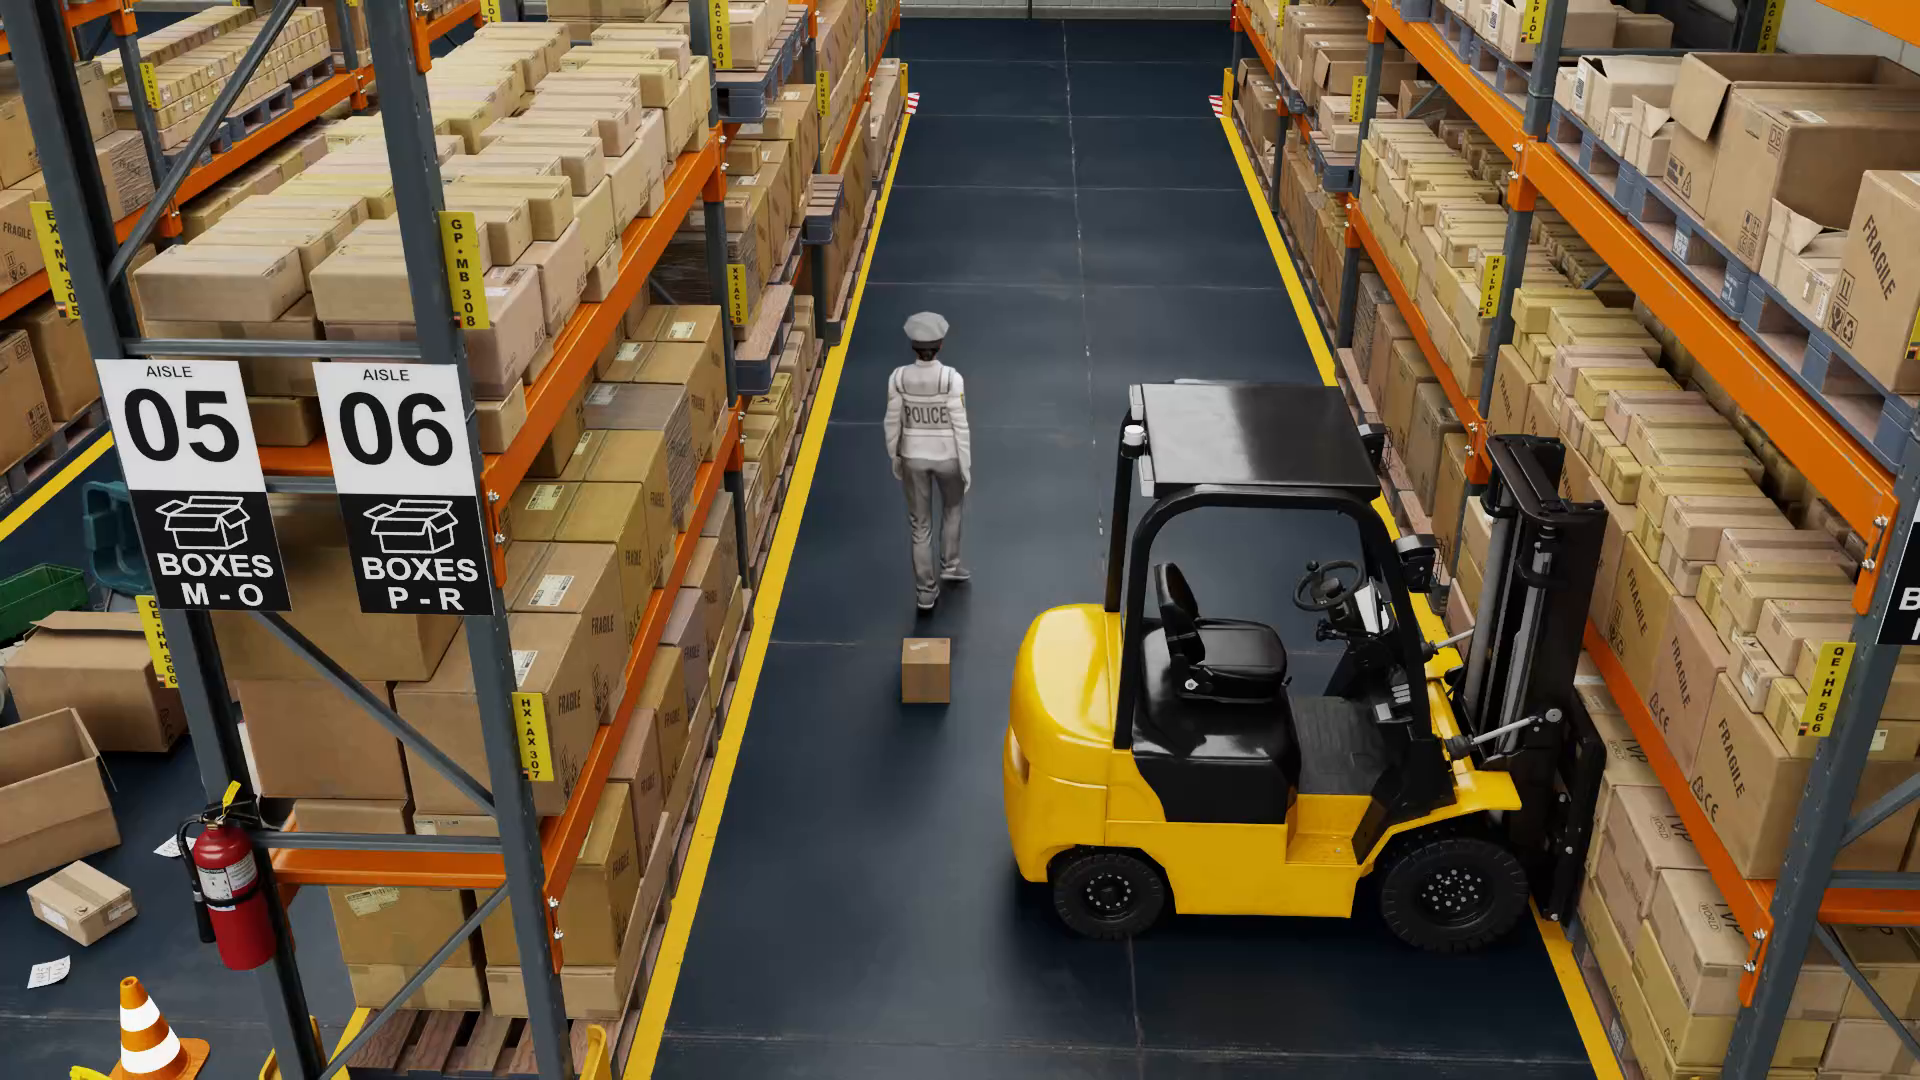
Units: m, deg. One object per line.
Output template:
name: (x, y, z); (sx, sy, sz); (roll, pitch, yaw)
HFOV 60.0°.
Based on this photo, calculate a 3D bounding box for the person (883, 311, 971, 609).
person: (-0.183, -0.420, 9.417); (0.508, 1.715, 0.571); (2, 28, 4)
